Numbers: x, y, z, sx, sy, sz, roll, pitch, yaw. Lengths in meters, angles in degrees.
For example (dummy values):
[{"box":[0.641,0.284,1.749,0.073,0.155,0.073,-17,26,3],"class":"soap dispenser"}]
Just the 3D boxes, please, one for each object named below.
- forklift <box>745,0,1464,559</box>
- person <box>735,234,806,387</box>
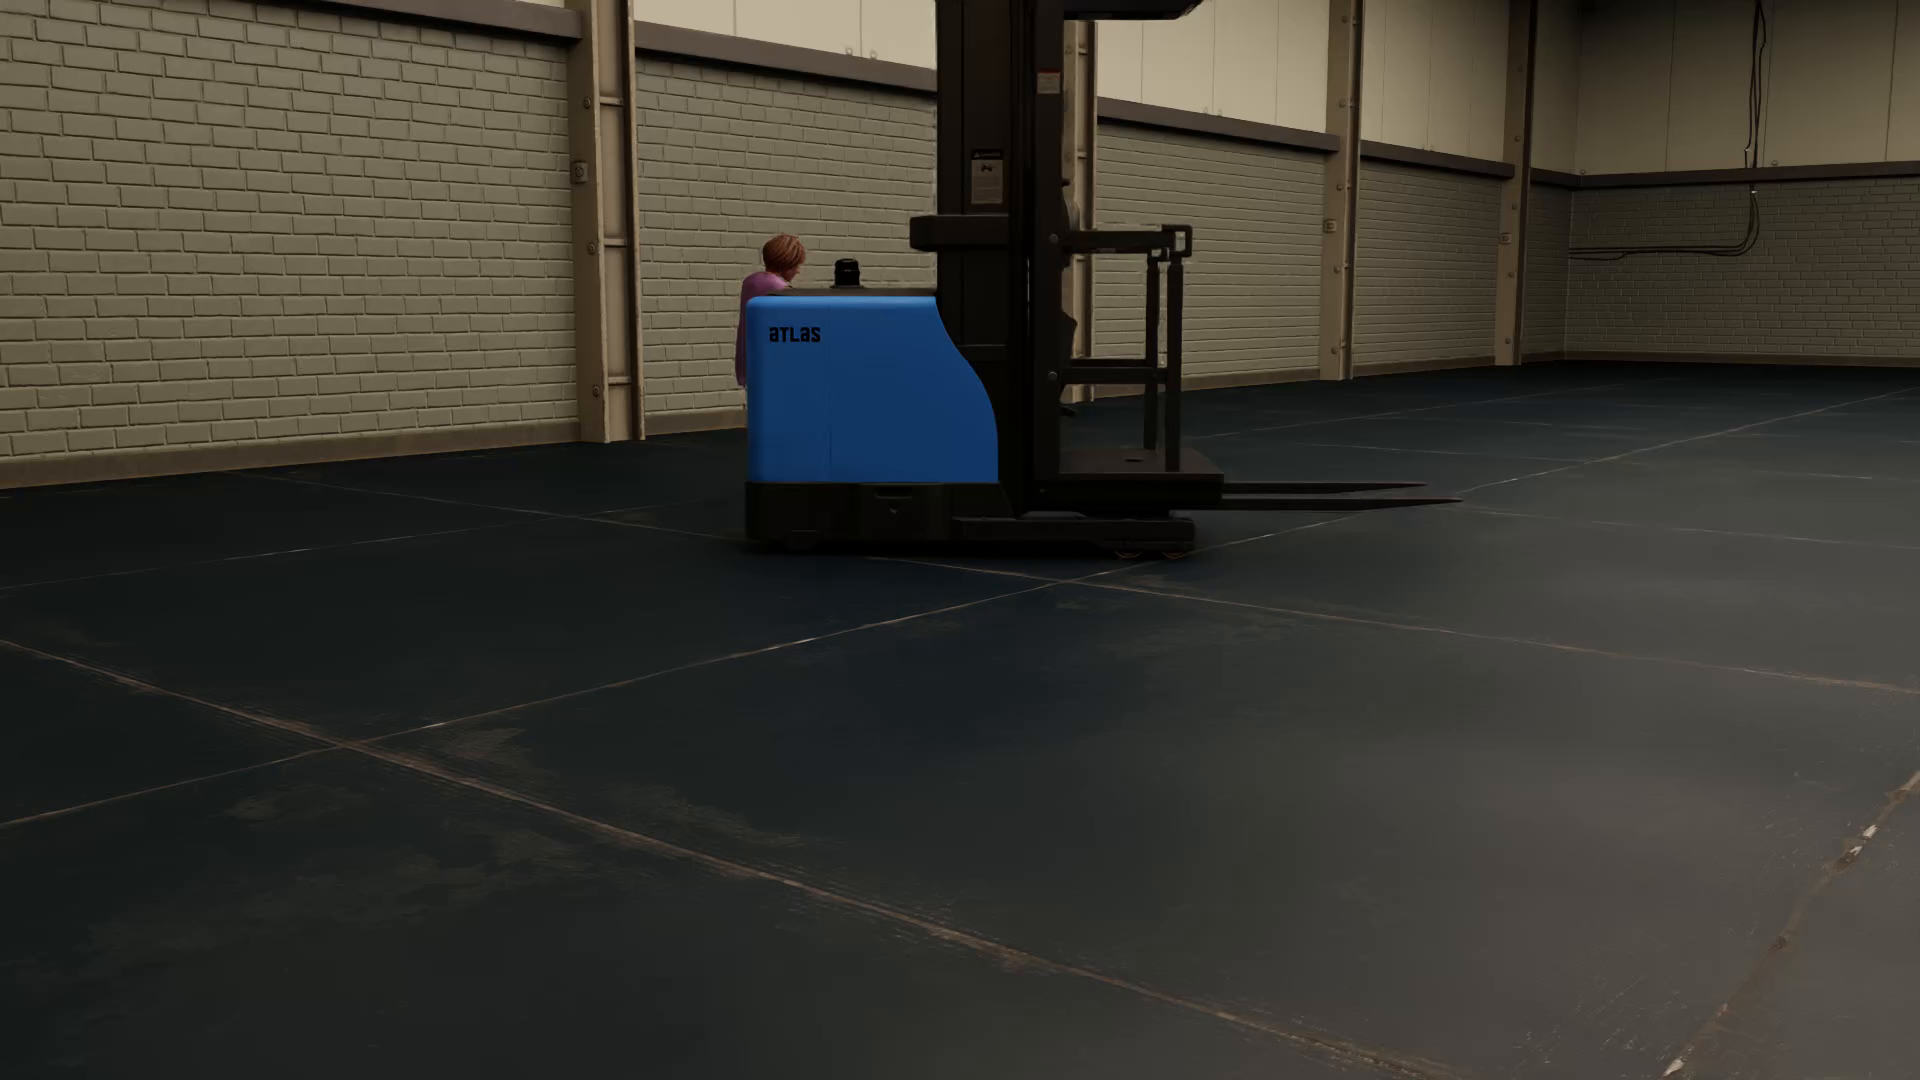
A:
[{"box":[0.621,-1.451,7.197,3.031,2.935,1.130,0,8,1],"class":"forklift"},{"box":[-0.851,-0.919,8.984,0.694,1.405,0.795,-5,10,-32],"class":"person"}]
